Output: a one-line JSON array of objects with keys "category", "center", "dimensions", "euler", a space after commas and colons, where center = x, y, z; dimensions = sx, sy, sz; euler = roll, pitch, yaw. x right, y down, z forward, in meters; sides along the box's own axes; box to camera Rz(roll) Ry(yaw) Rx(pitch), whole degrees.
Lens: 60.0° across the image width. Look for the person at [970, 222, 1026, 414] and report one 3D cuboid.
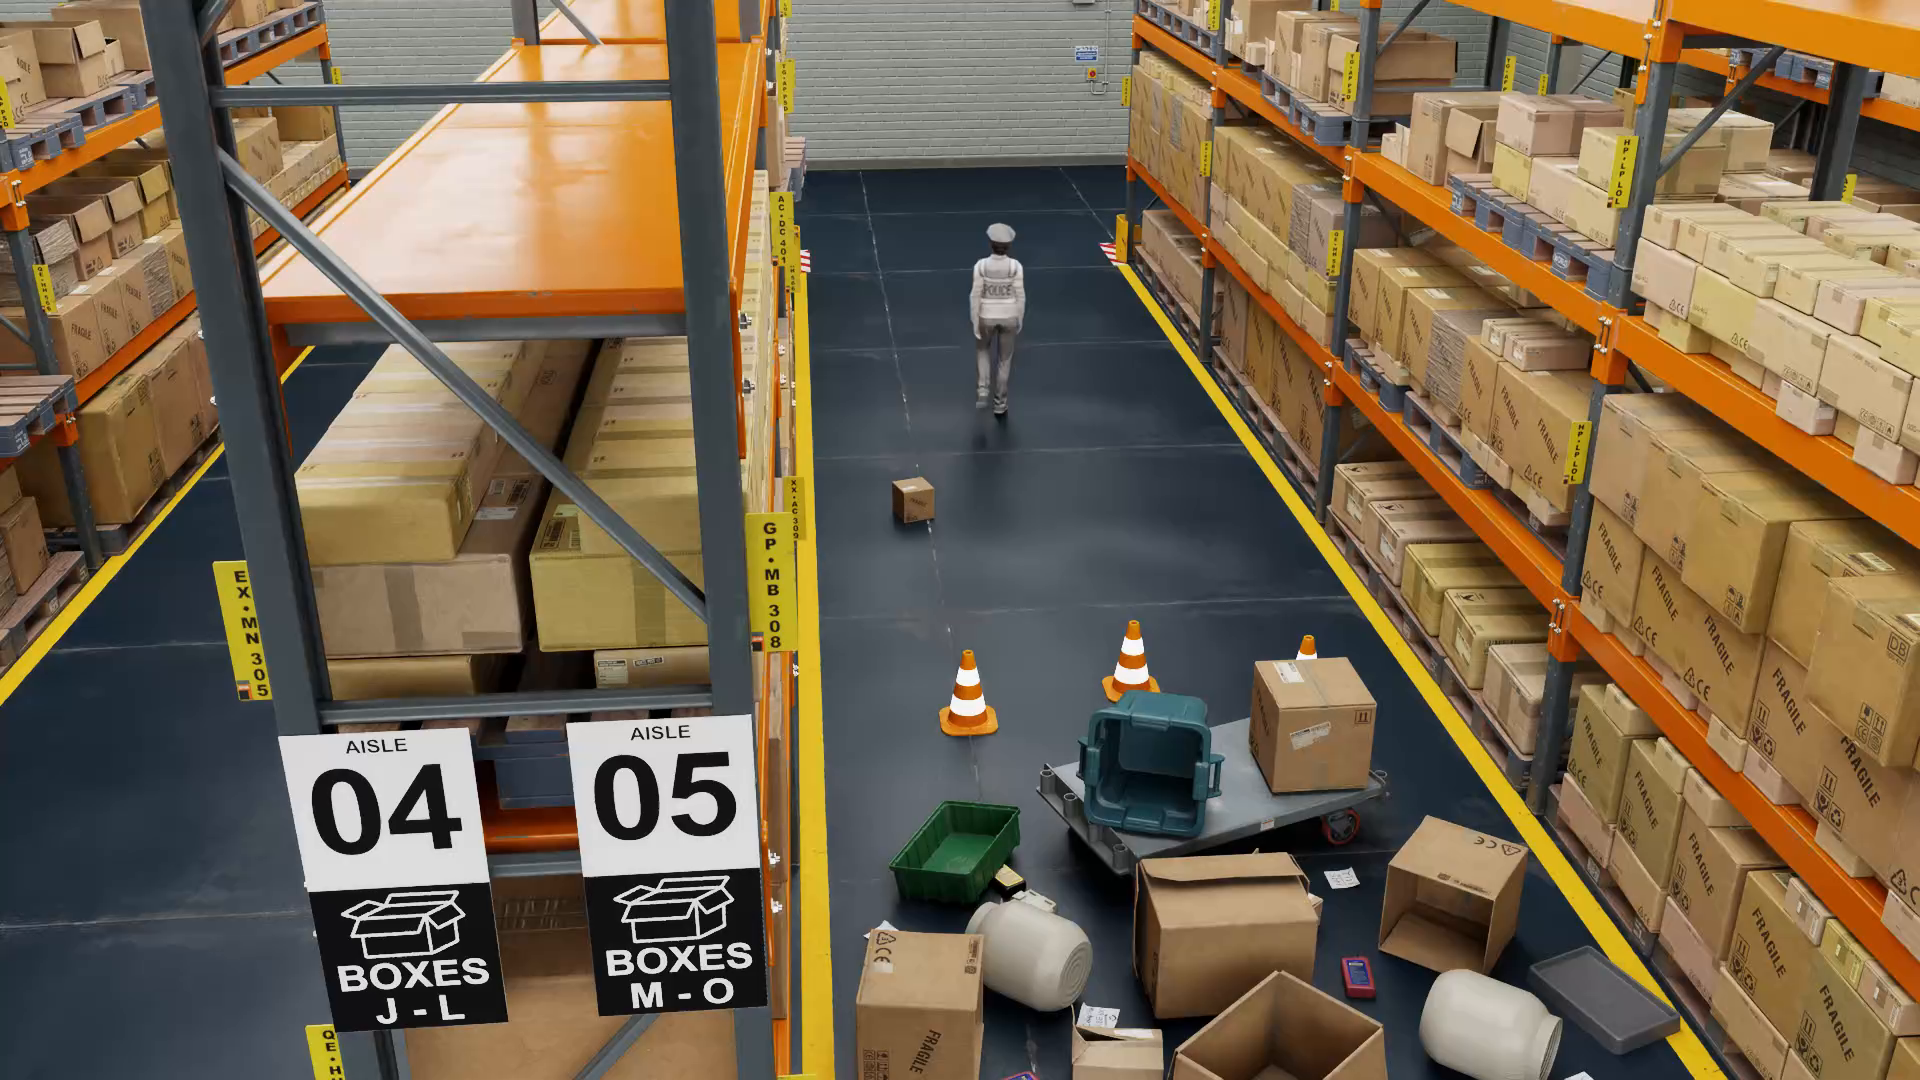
[{"category": "person", "center": [0.340, -1.939, 14.660], "dimensions": [0.483, 1.739, 0.464], "euler": [2, 24, 6]}]
